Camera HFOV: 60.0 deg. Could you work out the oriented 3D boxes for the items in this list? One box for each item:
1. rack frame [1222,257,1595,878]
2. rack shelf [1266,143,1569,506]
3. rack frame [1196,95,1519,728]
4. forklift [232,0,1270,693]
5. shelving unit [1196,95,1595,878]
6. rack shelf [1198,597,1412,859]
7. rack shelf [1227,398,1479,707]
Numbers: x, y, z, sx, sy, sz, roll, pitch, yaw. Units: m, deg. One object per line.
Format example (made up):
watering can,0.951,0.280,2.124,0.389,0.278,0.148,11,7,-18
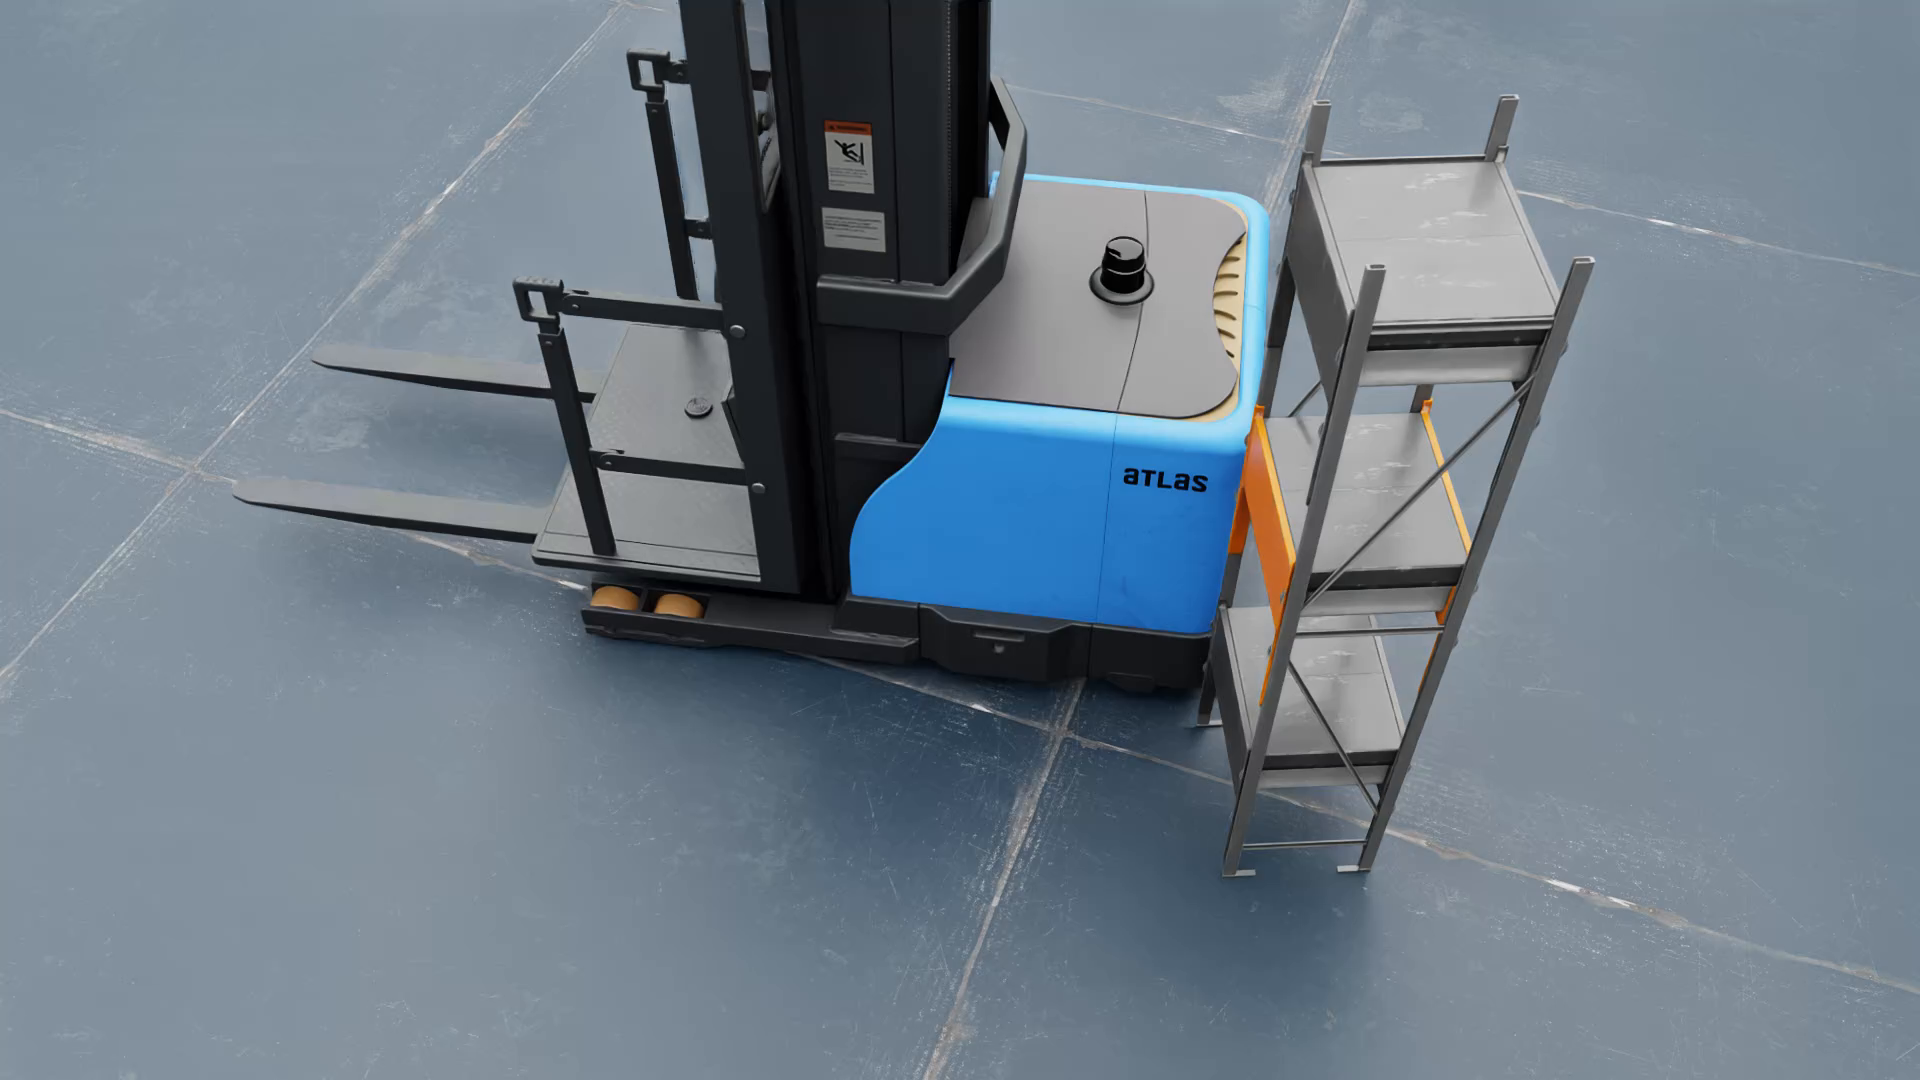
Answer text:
rack frame,0.904,0.207,3.681,0.400,2.100,0.015,-2,49,-2
rack shelf,0.892,-0.427,3.322,0.431,0.518,0.480,-2,49,-2
rack frame,0.880,-0.161,4.000,0.400,2.100,0.015,-2,49,-2
forklift,-0.679,-1.033,4.206,3.031,2.935,1.130,6,49,6
shelving unit,0.892,0.023,3.841,0.431,2.100,0.503,-2,49,-2
rack shelf,0.892,0.490,4.380,0.431,0.518,0.480,-2,49,-2
rack shelf,0.892,0.032,3.851,0.431,0.518,0.480,-2,49,-2
